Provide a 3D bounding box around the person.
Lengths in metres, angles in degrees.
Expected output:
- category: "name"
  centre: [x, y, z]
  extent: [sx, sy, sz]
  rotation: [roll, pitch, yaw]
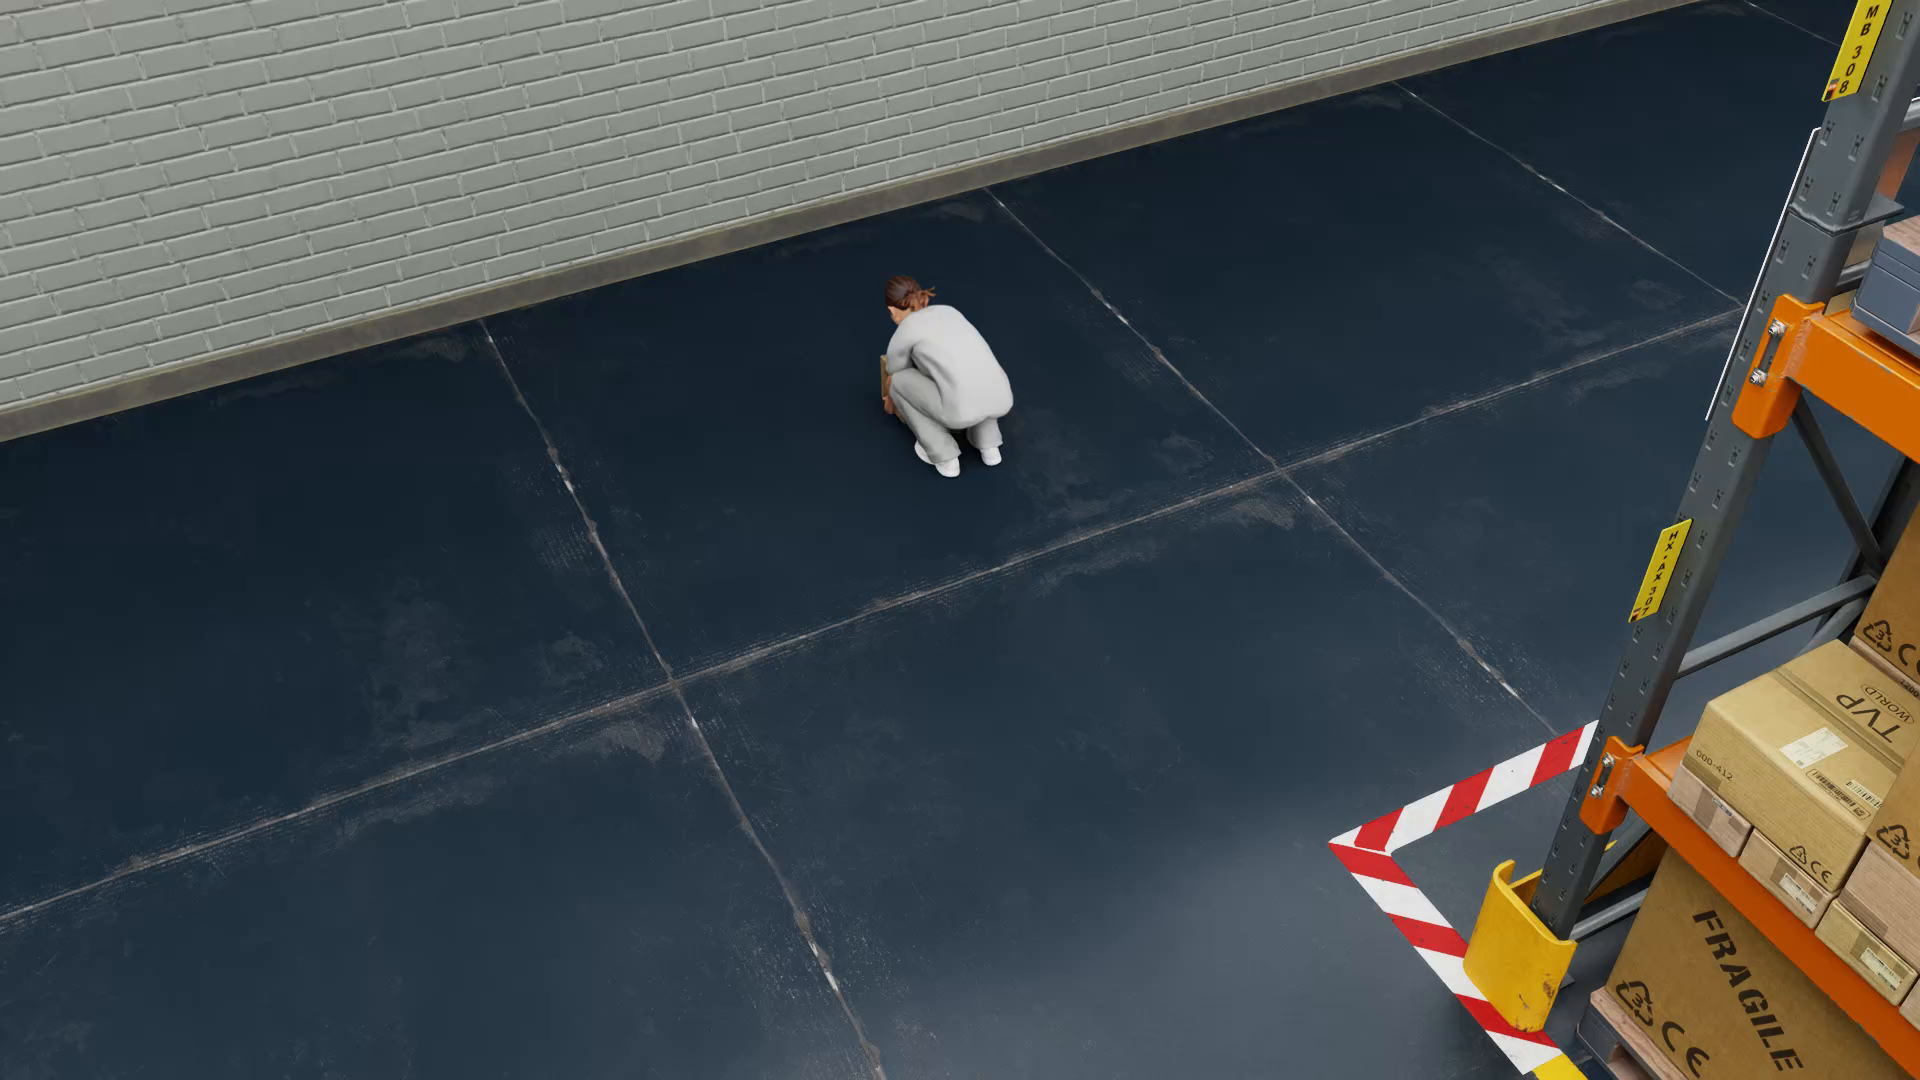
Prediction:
- category: "person"
  centre: [-0.081, -0.749, 7.759]
  extent: [0.472, 0.817, 0.837]
  rotation: [-20, 45, -21]
